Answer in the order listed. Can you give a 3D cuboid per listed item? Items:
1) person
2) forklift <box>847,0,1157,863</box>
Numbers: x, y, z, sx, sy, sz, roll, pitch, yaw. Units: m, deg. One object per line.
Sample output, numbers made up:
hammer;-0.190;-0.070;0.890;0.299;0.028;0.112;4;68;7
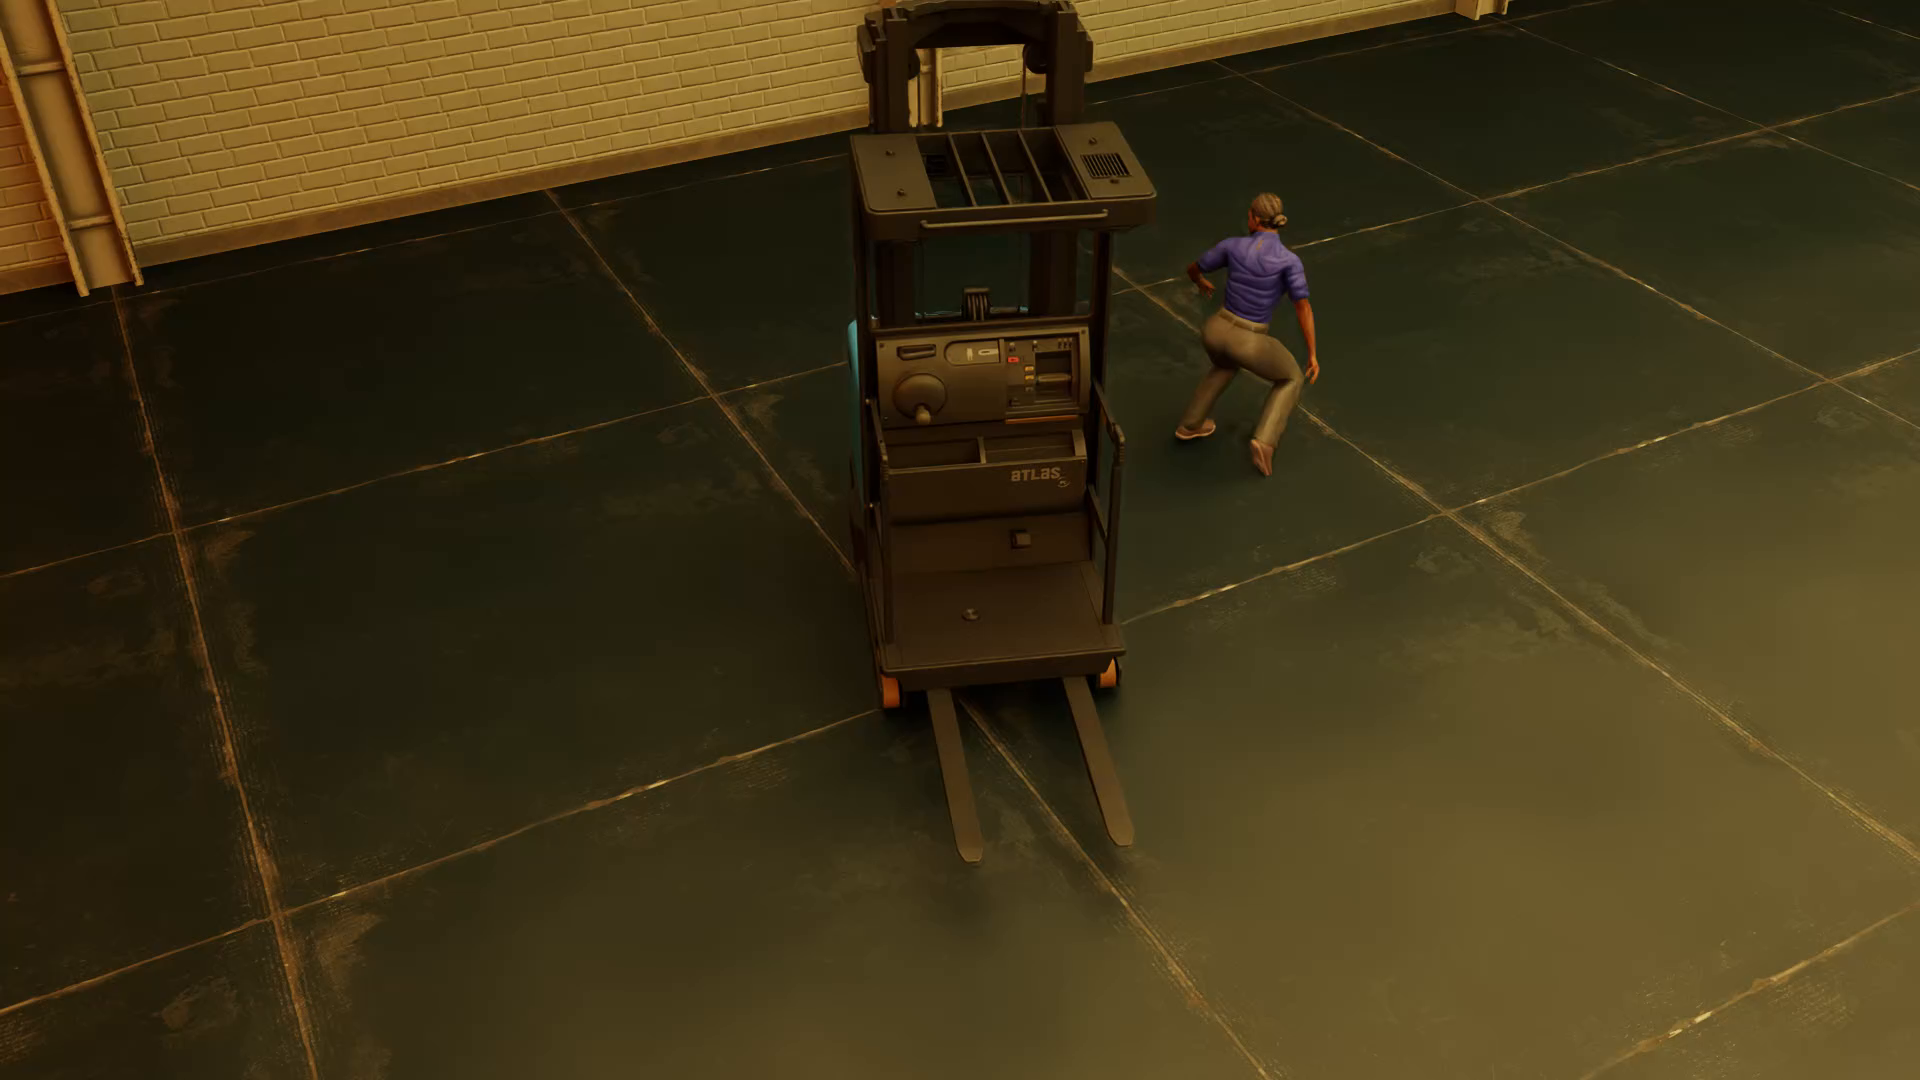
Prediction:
person;1.594;-1.090;8.981;0.916;1.536;0.461;24;42;30
forklift;0.136;-0.648;7.039;1.130;2.935;3.031;-5;36;-7
